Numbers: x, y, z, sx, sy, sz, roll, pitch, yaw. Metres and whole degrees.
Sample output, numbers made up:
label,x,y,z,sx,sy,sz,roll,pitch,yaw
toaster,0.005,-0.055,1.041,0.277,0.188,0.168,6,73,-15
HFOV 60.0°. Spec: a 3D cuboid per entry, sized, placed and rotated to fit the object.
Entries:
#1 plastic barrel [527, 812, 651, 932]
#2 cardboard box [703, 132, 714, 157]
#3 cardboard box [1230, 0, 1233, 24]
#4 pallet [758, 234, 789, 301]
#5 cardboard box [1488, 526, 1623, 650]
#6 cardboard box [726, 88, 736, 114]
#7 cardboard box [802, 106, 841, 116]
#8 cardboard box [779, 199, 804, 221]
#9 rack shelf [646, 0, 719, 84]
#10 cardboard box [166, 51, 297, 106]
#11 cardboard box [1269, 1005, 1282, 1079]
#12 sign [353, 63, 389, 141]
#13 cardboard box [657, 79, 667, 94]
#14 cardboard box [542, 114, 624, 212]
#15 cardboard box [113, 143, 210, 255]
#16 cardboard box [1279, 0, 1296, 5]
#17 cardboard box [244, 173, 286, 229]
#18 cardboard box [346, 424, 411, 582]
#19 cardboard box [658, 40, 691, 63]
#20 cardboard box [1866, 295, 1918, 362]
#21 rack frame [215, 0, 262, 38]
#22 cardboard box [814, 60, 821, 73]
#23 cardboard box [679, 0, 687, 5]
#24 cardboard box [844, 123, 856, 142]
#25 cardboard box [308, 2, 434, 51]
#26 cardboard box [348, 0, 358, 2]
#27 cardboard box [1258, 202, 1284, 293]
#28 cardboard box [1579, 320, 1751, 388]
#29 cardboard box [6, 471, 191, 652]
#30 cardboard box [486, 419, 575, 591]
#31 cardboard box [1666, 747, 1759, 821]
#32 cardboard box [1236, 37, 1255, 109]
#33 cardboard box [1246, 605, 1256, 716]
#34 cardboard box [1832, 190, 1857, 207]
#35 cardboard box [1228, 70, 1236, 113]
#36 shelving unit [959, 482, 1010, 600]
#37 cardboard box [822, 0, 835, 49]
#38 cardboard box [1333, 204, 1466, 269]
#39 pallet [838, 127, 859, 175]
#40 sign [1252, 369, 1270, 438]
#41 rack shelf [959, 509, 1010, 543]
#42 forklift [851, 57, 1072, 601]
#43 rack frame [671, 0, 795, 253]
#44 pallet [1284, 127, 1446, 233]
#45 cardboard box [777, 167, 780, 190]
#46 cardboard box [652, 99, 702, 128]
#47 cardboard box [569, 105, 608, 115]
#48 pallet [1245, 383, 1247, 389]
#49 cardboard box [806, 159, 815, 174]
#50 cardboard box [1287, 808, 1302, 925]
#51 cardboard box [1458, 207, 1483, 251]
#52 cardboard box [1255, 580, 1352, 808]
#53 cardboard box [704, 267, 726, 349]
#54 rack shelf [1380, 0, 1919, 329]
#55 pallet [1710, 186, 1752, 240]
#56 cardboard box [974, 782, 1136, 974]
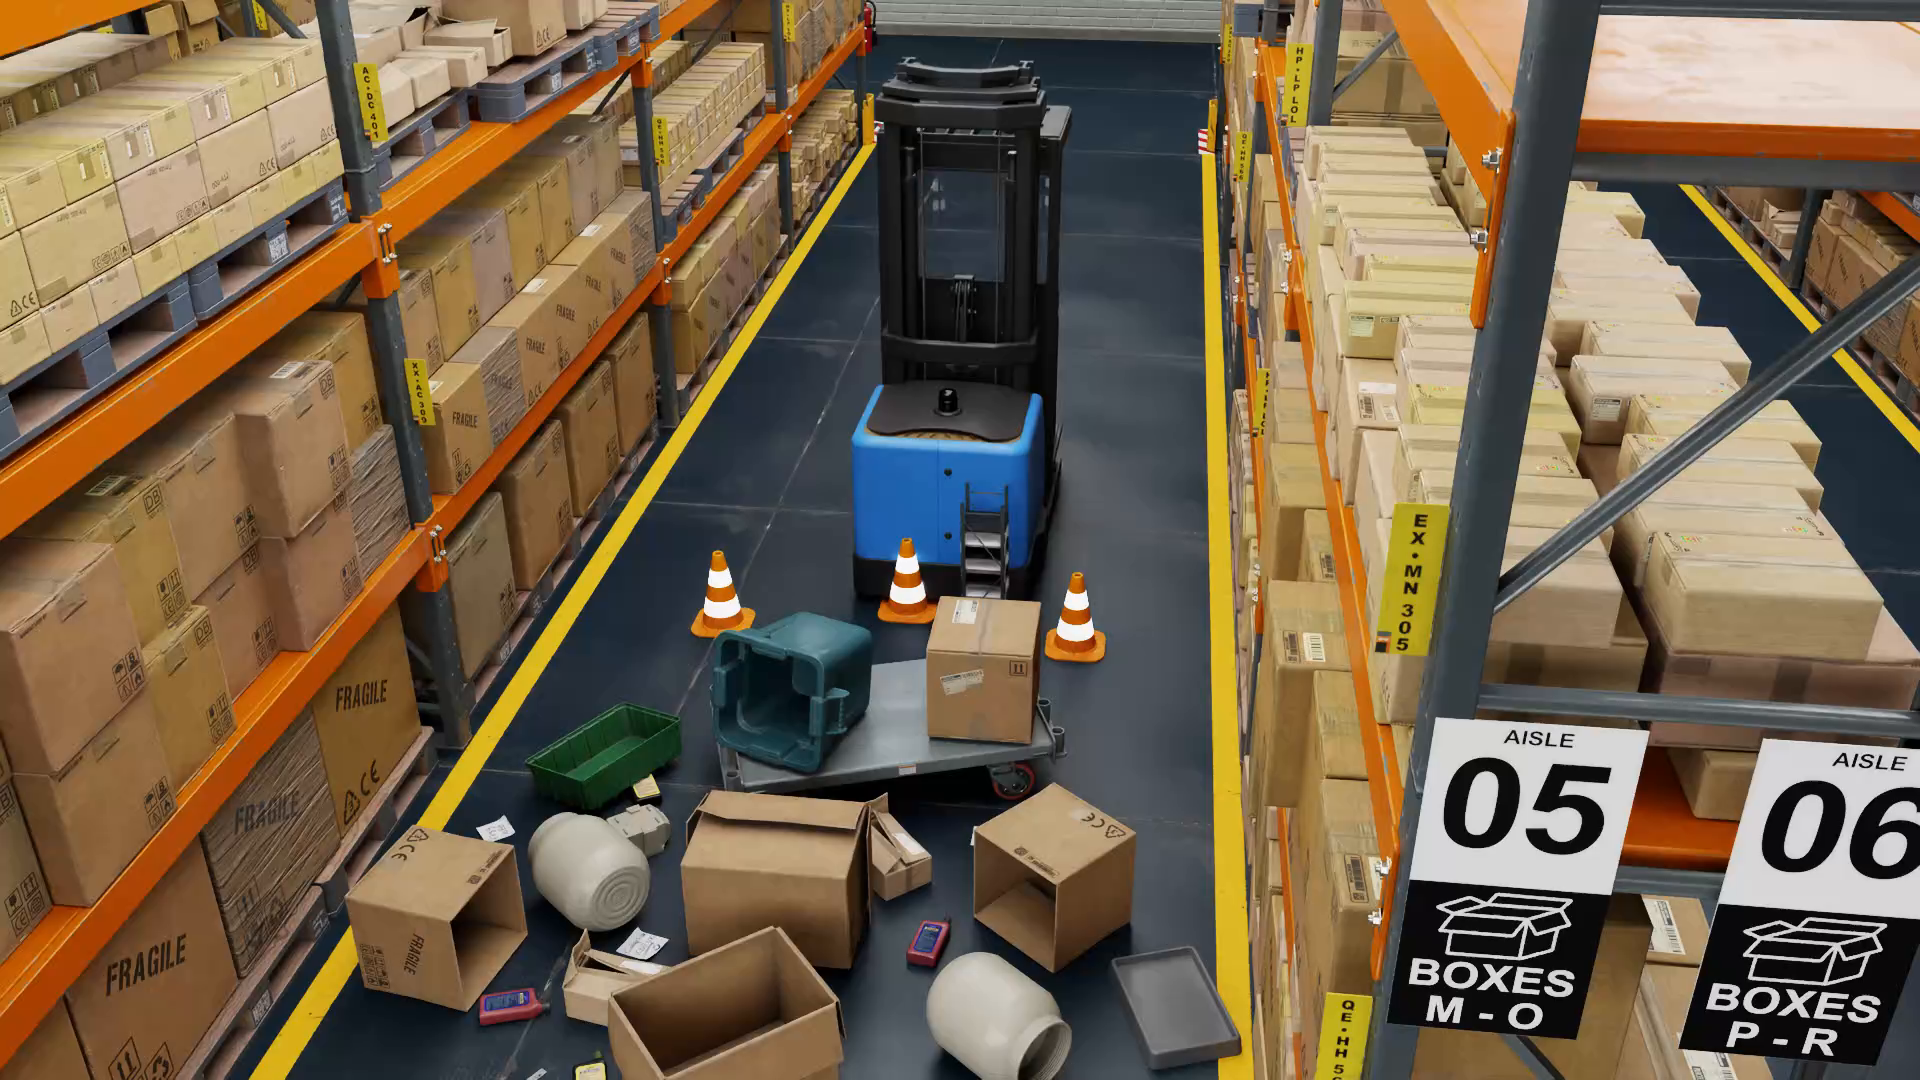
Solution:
label,x,y,z,sx,sy,sz,roll,pitch,yaw
plastic barrel,-1.651,1.463,7.380,0.421,0.421,0.512,-24,36,-37
cardboard box,-2.129,-3.074,12.908,0.380,0.149,0.250,4,29,7
cardboard box,2.725,-4.780,15.093,0.500,0.500,0.500,3,28,5
pallet,-2.148,-2.466,14.896,1.003,0.211,1.213,3,28,6
cardboard box,1.149,0.091,3.471,0.380,0.149,0.250,4,29,7
cardboard box,-2.034,-3.574,13.522,0.380,0.149,0.250,2,28,4
cardboard box,-1.465,-4.508,17.683,0.380,0.149,0.250,2,28,4
cardboard box,-1.691,-3.142,15.775,0.380,0.149,0.250,2,28,4
rack shelf,-2.299,-4.122,12.627,1.077,0.370,4.000,3,28,6
cardboard box,-2.794,-1.774,6.386,0.380,0.149,0.250,3,28,6
cardboard box,1.301,1.886,5.544,0.500,0.500,0.500,4,29,8
sign,-2.483,-1.846,7.014,0.100,0.325,0.005,3,28,6
cardboard box,-2.651,-3.740,13.831,0.380,0.149,0.250,2,28,4
cardboard box,-2.609,-2.450,10.768,0.700,0.500,0.500,3,28,6
cardboard box,-2.965,-1.189,5.719,0.500,0.250,0.500,3,28,6
cardboard box,2.277,-3.674,10.485,0.797,0.503,0.637,2,28,3
cardboard box,-2.822,-1.303,6.351,0.380,0.149,0.250,4,29,7
cardboard box,-3.068,-0.186,7.566,0.875,0.550,0.550,3,28,6
cardboard box,-2.559,-4.237,14.440,0.380,0.149,0.250,5,29,9
cardboard box,7.324,-1.673,12.678,0.500,0.500,0.500,2,28,4
rack frame,-6.964,-4.396,15.539,1.000,3.000,0.127,3,28,6
cardboard box,-1.582,-4.686,16.343,0.380,0.149,0.250,5,29,8
cardboard box,-2.156,-4.031,11.593,0.500,0.500,0.500,3,28,6
cardboard box,-1.353,-4.486,18.269,0.380,0.149,0.250,4,29,8
cardboard box,-3.038,-2.642,8.667,0.500,0.311,0.500,2,28,4
cardboard box,-6.395,-5.622,17.659,0.500,0.250,0.500,2,28,4
cardboard box,1.981,-1.602,9.492,0.500,0.500,0.500,4,29,7
cardboard box,1.907,-0.476,4.524,0.380,0.149,0.250,4,29,8
cardboard box,-3.325,0.098,5.901,0.875,0.550,0.500,3,28,6
cardboard box,-2.926,-0.240,9.754,1.050,0.750,0.750,3,28,6
cardboard box,1.764,0.482,3.588,0.380,0.149,0.250,3,28,6
cardboard box,2.433,-3.636,12.970,0.500,0.500,0.500,3,28,5
cardboard box,1.953,0.671,8.462,0.950,0.372,0.625,4,29,7
cardboard box,7.550,-2.877,13.915,0.380,0.149,0.250,3,28,5
cardboard box,2.537,-3.783,14.033,0.500,0.250,0.500,3,28,5
shelving unit,0.142,0.116,9.358,0.258,0.900,0.210,4,36,7
cardboard box,-1.556,-5.176,16.567,0.500,0.500,0.500,5,29,9
cardboard box,1.445,-0.996,5.490,0.380,0.149,0.250,2,28,5
pallet,-1.708,-4.299,18.299,1.003,0.211,1.213,3,28,6
sign,1.340,-0.594,7.262,0.100,0.325,0.005,3,28,6
rack shelf,0.139,-0.077,9.221,0.258,0.077,0.200,4,36,7
forklift,0.090,-1.586,10.396,1.130,2.935,3.031,4,29,7
rack frame,-2.054,-4.060,14.915,1.000,3.000,0.127,3,28,6
pallet,2.072,-1.576,7.341,1.213,0.211,1.003,3,28,6
cardboard box,-1.806,-3.402,15.629,0.380,0.149,0.250,4,29,8
cardboard box,-2.166,-3.213,12.539,0.380,0.149,0.250,5,29,9
cardboard box,-2.845,-3.138,12.399,0.380,0.149,0.250,4,29,8
pallet,2.552,-1.076,12.317,1.003,0.211,1.213,3,28,6
cardboard box,-1.663,-3.769,16.624,0.380,0.149,0.250,5,29,9
cardboard box,1.324,0.912,5.268,0.500,0.500,0.500,3,28,6
cardboard box,2.043,-0.978,5.877,0.500,0.250,0.500,3,28,5
cardboard box,1.276,0.477,5.021,0.700,0.500,0.500,3,28,6
cardboard box,-2.146,-1.816,12.944,0.500,0.500,0.500,4,29,7
rack shelf,1.646,-1.436,4.481,1.077,0.370,4.000,3,28,6
pallet,8.030,-3.204,16.268,1.003,0.211,1.213,3,28,6
cardboard box,0.409,1.471,7.283,0.500,0.500,0.500,-24,36,-37
